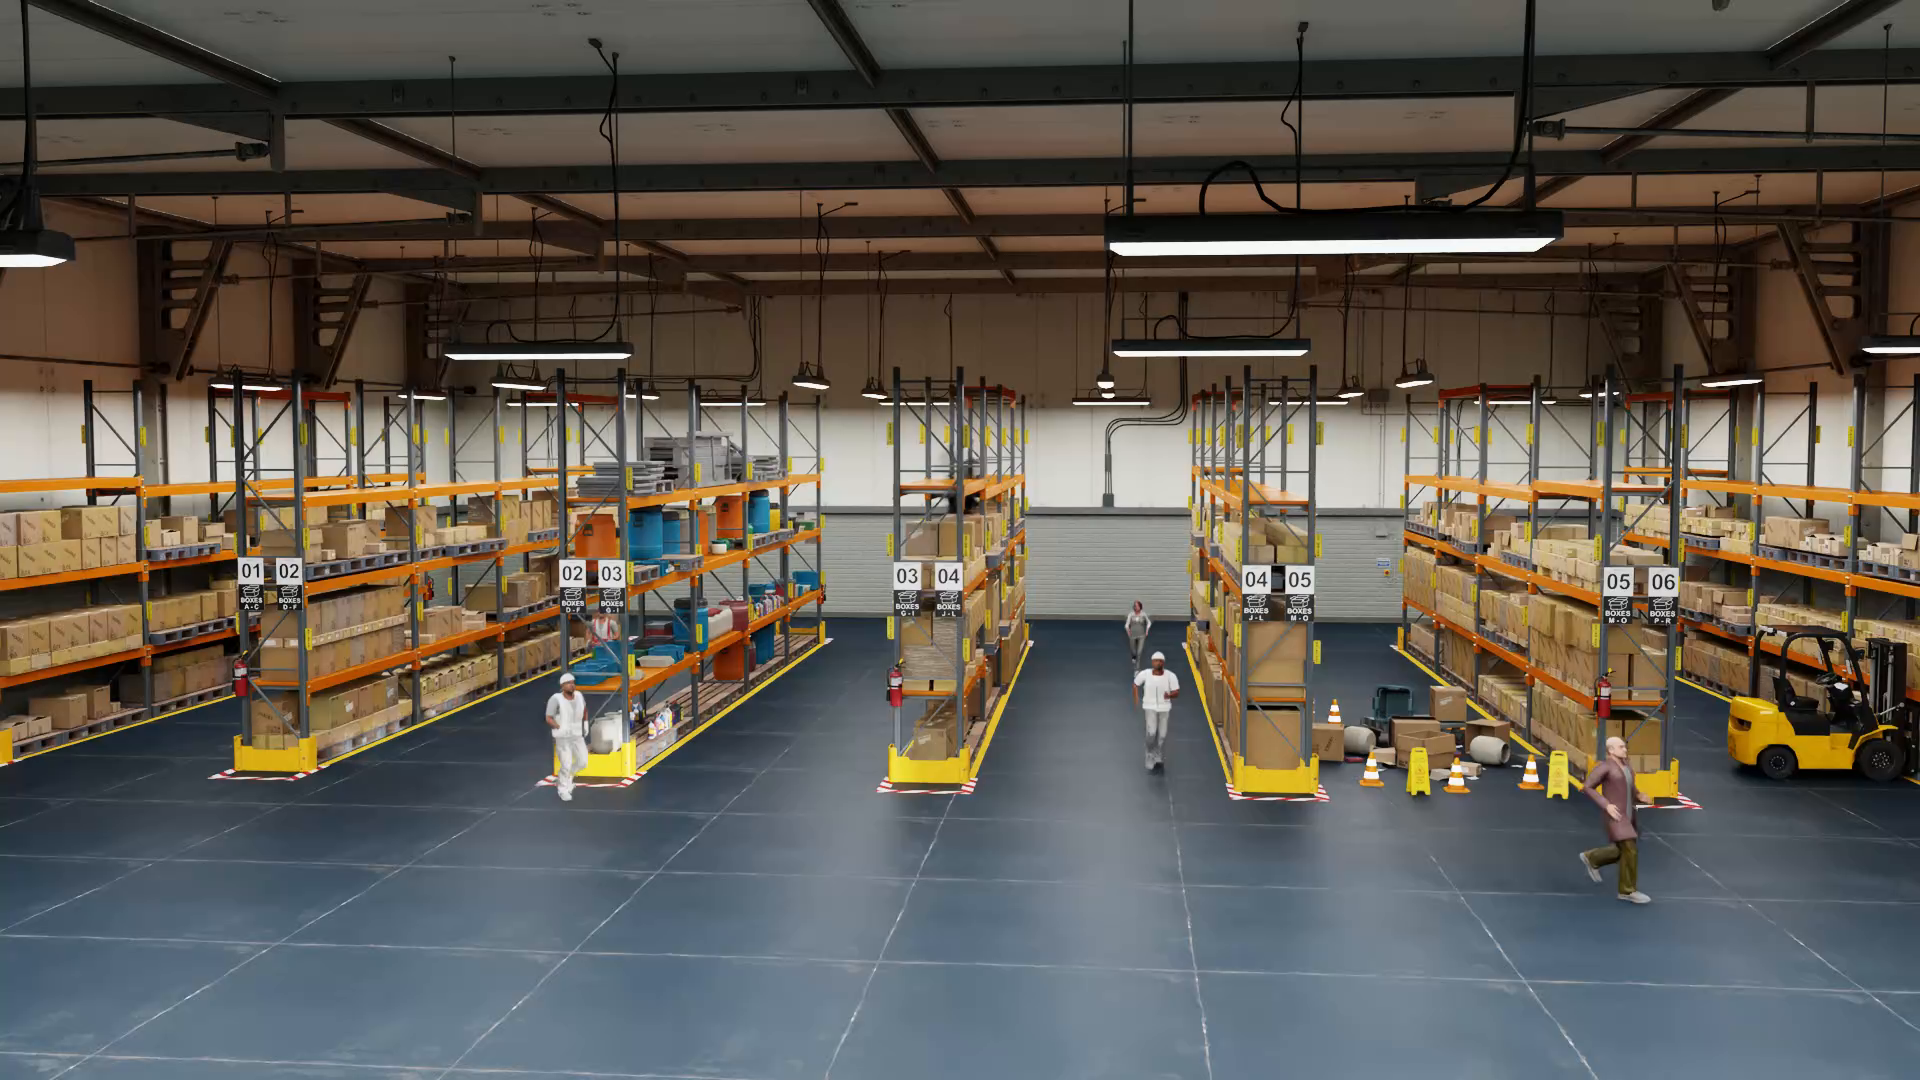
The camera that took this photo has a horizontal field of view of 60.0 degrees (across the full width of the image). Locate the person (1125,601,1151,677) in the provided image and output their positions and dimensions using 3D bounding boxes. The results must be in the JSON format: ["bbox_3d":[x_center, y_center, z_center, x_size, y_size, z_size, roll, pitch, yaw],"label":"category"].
[{"bbox_3d":[3.741,2.063,34.962,0.548,1.574,0.729,1,4,8],"label":"person"}]

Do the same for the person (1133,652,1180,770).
[{"bbox_3d":[2.962,2.571,25.009,0.677,1.782,0.710,0,4,0],"label":"person"}]

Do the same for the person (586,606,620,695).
[{"bbox_3d":[-6.957,2.121,32.336,0.663,1.748,0.780,0,4,-4],"label":"person"}]

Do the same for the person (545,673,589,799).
[{"bbox_3d":[-5.374,2.705,22.956,0.613,1.743,0.722,3,5,44],"label":"person"}]

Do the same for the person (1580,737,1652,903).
[{"bbox_3d":[7.104,3.014,18.050,0.720,1.731,0.897,-3,4,-38],"label":"person"}]
